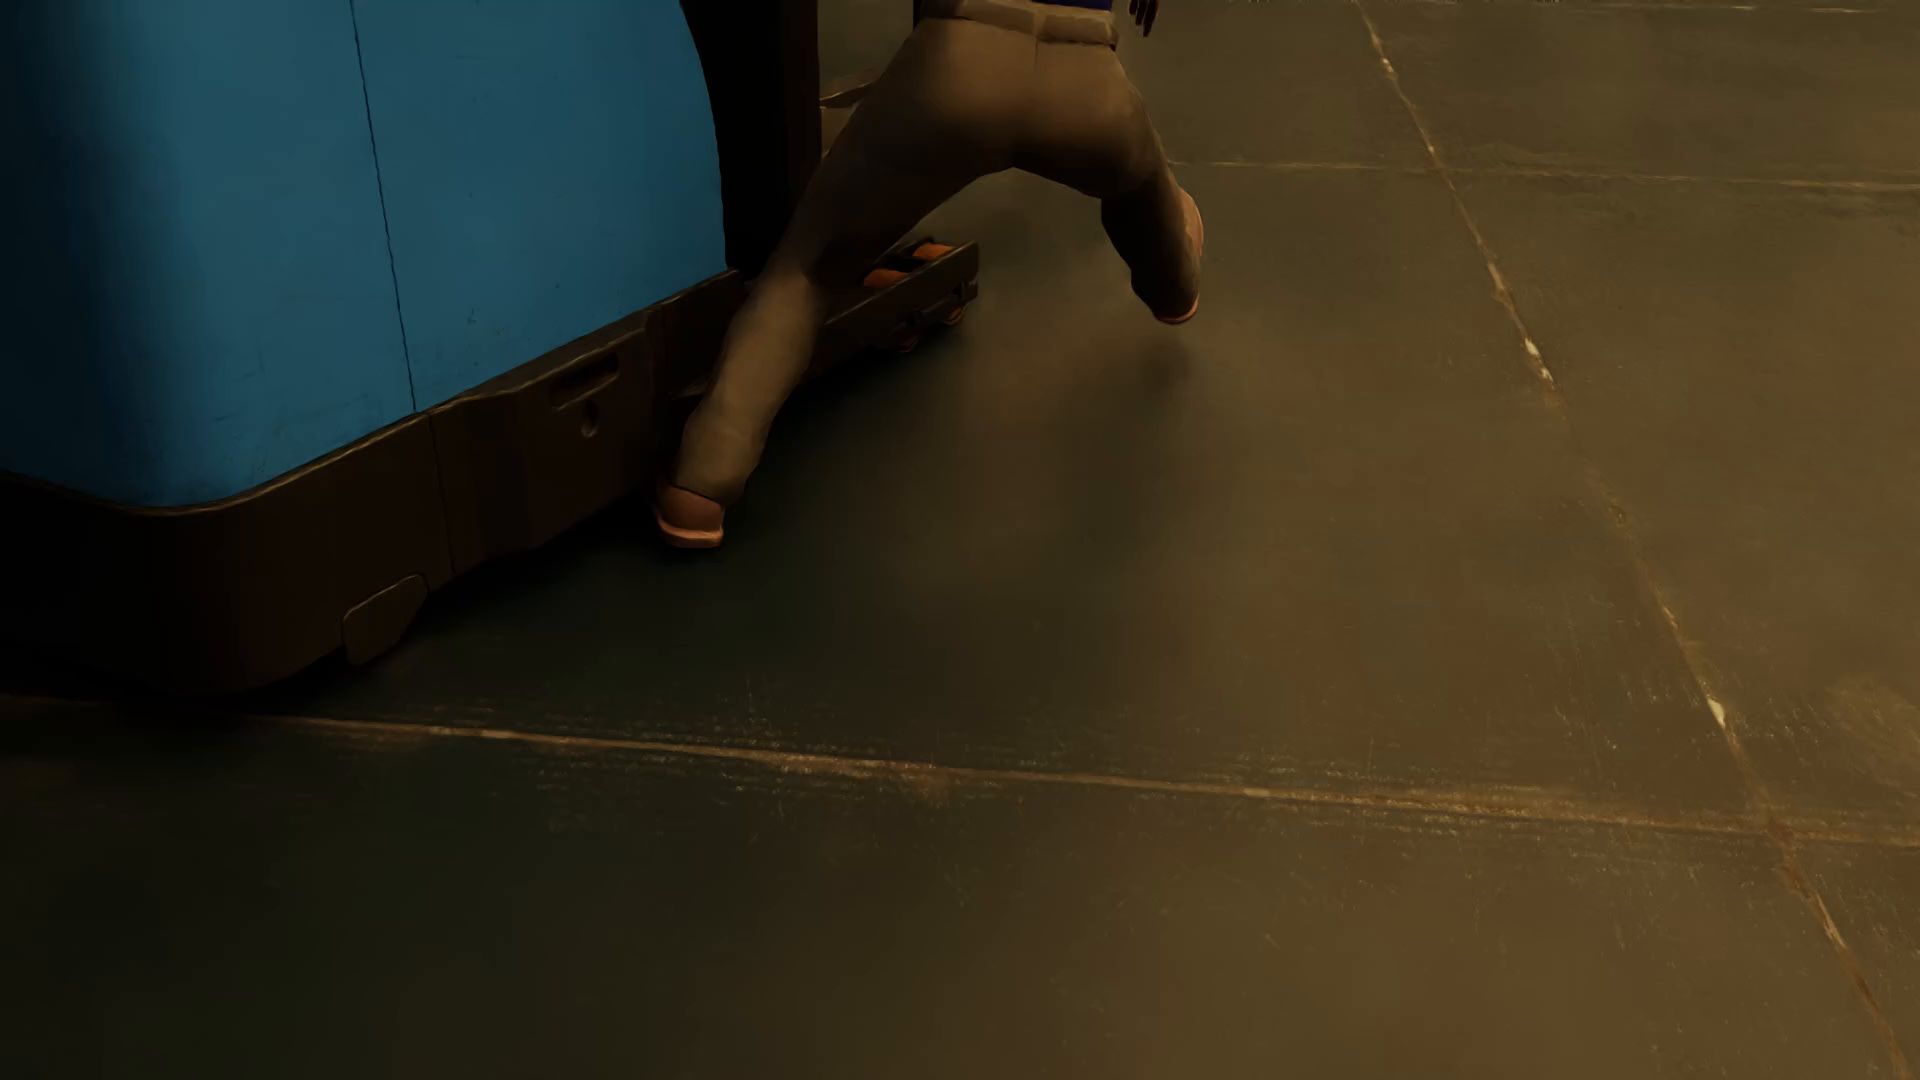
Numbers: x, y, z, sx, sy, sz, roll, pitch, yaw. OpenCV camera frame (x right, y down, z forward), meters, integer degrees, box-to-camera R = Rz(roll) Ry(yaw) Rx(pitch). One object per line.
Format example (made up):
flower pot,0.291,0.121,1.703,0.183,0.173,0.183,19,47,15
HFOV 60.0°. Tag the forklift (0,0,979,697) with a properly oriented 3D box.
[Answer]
forklift,-0.617,-1.752,2.728,1.130,2.935,3.031,13,29,24

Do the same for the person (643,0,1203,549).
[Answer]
person,0.010,-0.795,2.667,1.144,1.288,0.973,-5,27,-10
